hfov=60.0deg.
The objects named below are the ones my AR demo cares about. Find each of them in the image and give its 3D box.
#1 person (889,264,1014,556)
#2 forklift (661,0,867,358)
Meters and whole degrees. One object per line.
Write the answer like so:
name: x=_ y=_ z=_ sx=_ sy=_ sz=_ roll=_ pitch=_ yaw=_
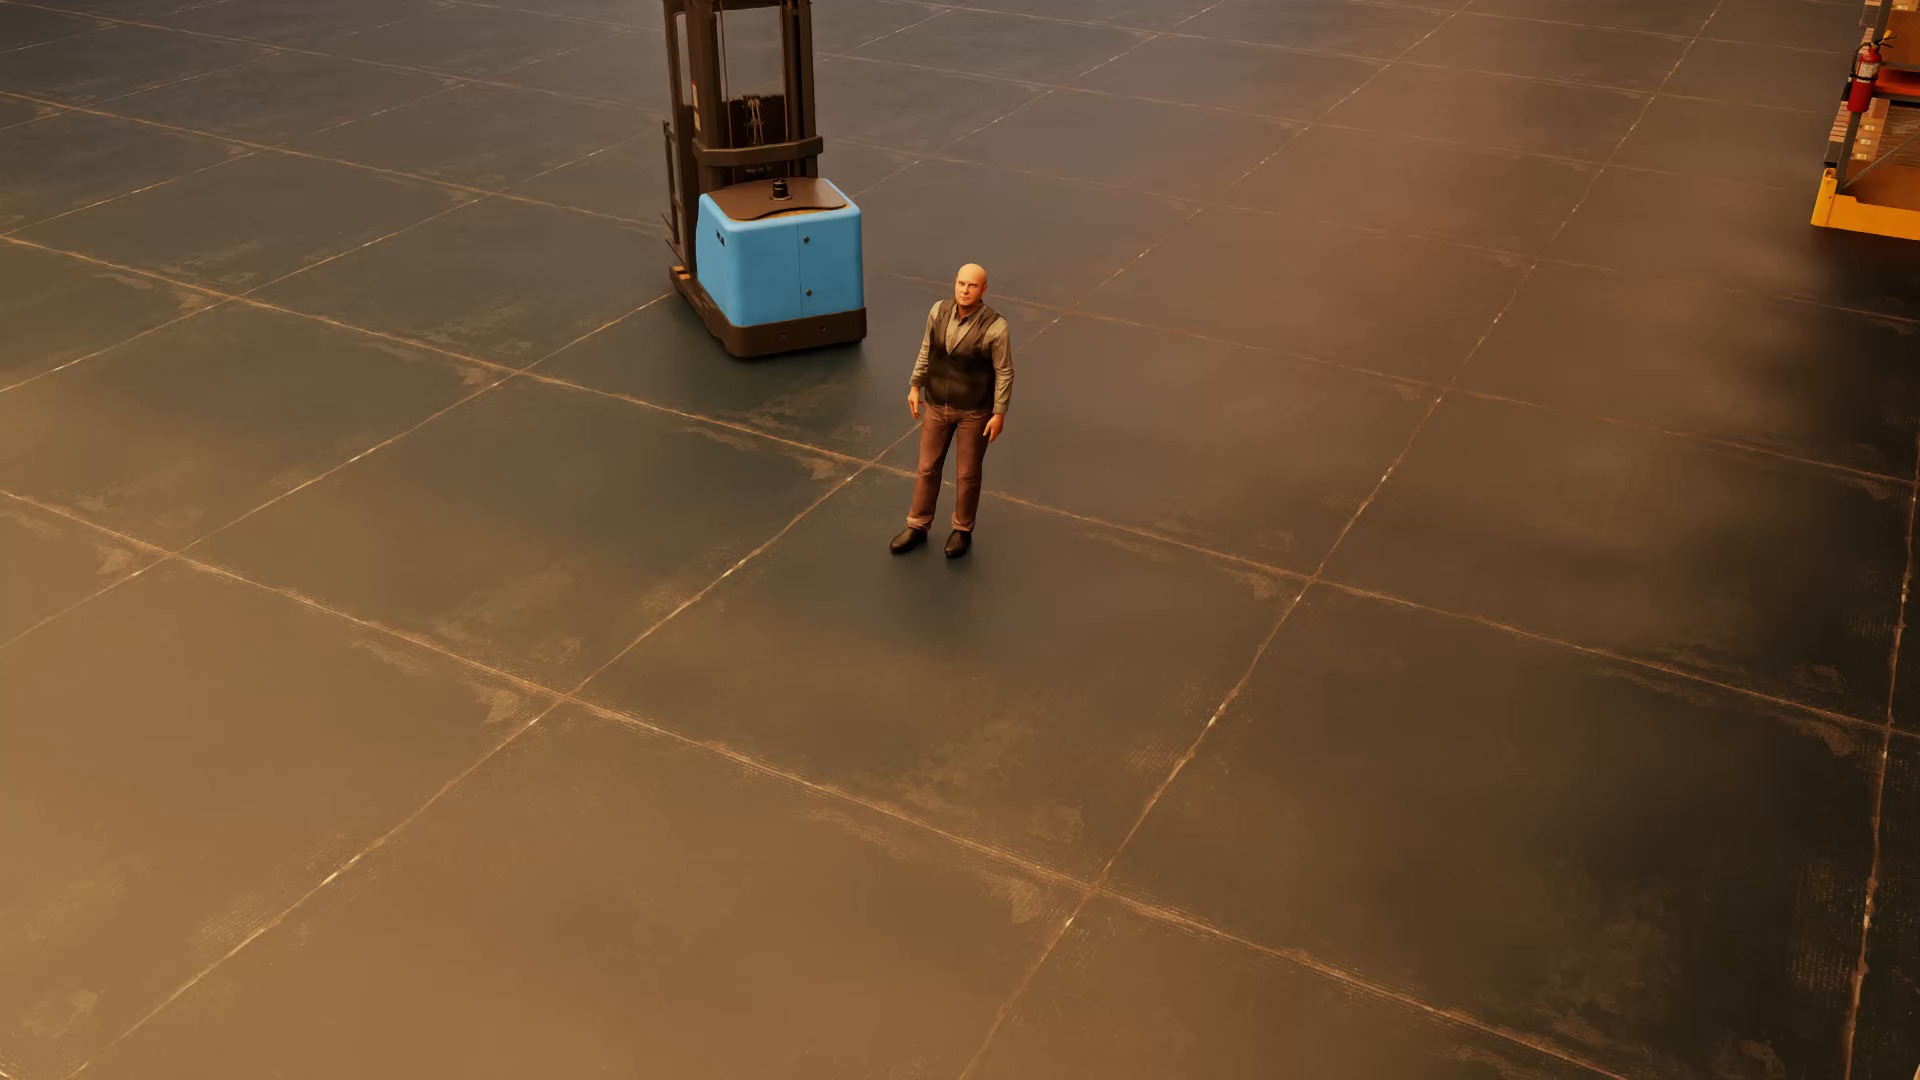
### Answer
person: x=-0.037 y=-0.726 z=9.524 sx=0.633 sy=1.722 sz=0.566 roll=15 pitch=33 yaw=25
forklift: x=-1.729 y=-3.324 z=12.831 sx=1.130 sy=2.935 sz=3.031 roll=-12 pitch=32 yaw=-19
